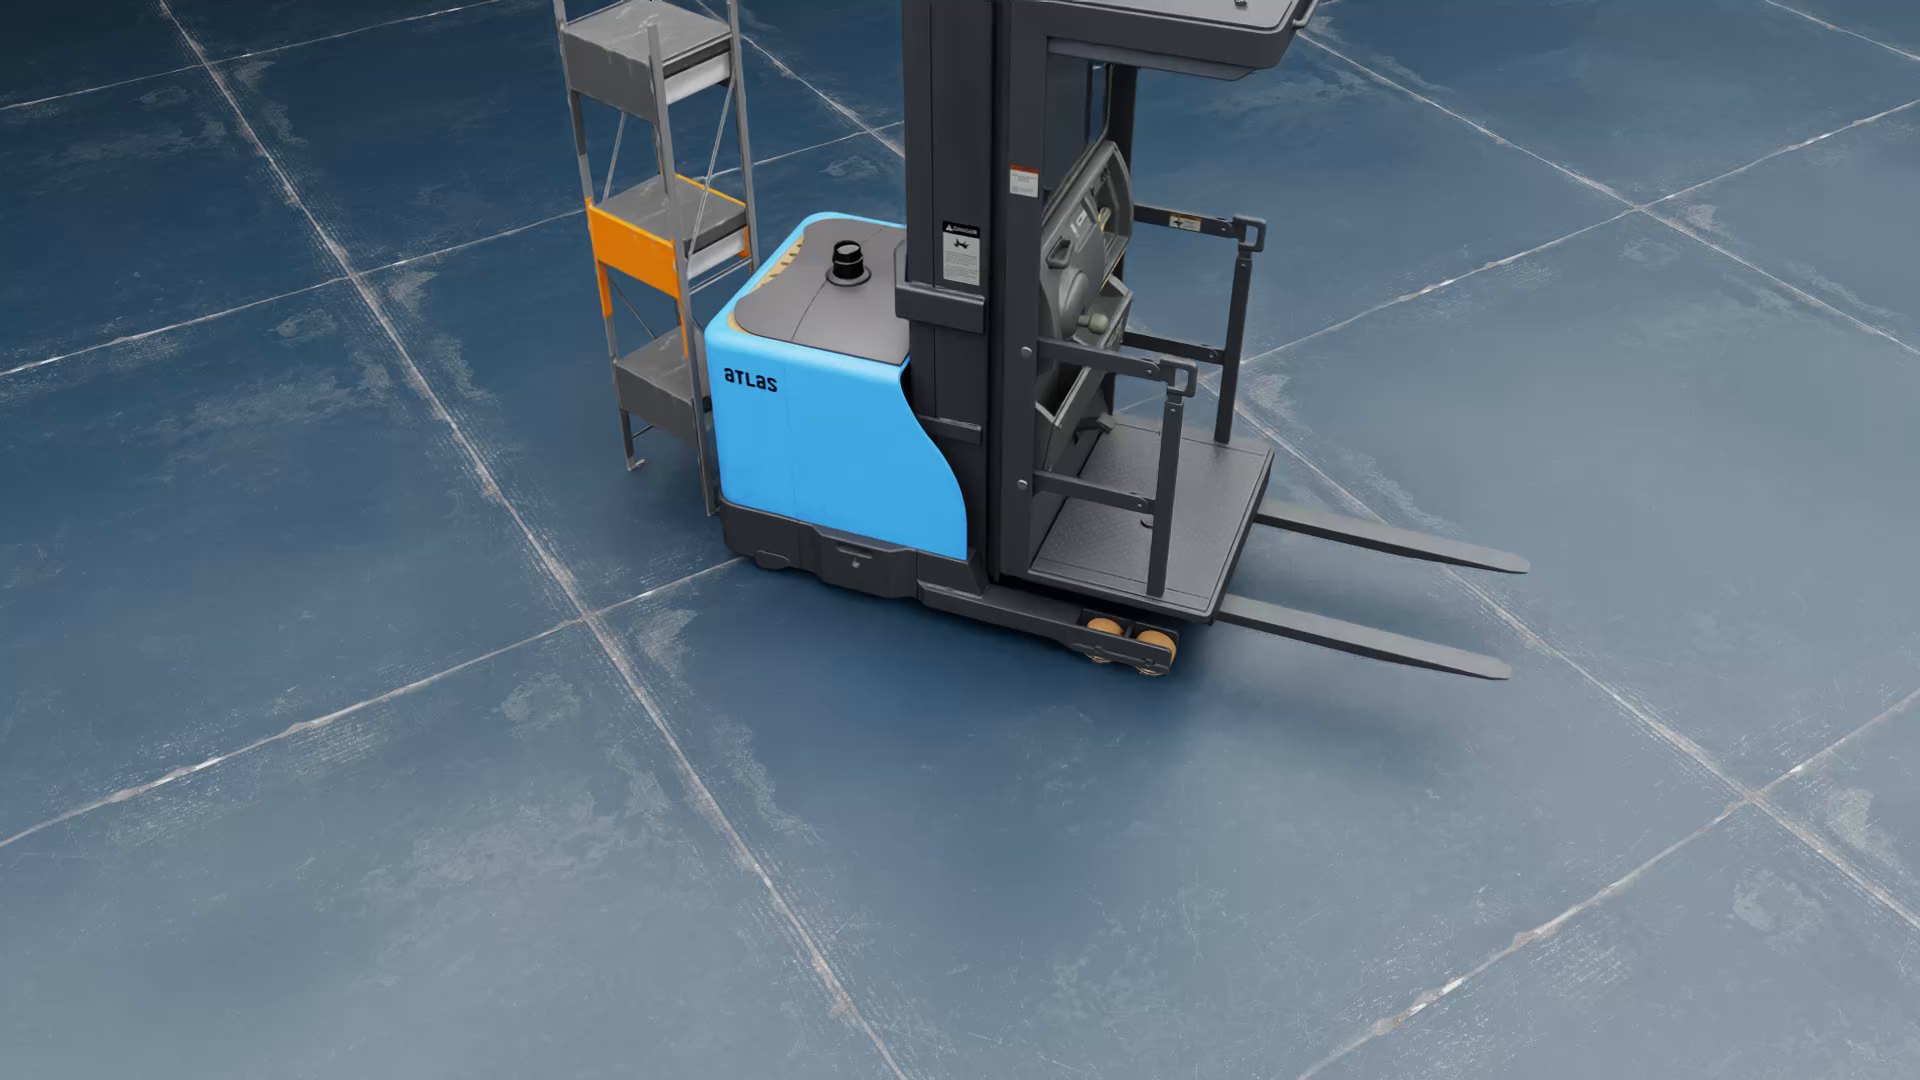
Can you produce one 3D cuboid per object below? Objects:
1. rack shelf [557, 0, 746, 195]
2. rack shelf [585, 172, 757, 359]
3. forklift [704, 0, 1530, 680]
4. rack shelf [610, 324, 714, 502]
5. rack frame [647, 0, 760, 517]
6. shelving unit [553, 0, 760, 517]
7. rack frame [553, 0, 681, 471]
[{"bbox_3d":[-1.097,-1.627,5.989,0.480,0.518,0.431,28,47,29],"label":"rack shelf"},{"bbox_3d":[-1.097,-1.089,6.438,0.480,0.518,0.431,28,47,29],"label":"rack shelf"},{"bbox_3d":[0.627,-1.012,5.675,3.031,2.935,1.130,14,42,16],"label":"forklift"},{"bbox_3d":[-1.098,-0.552,6.886,0.480,0.518,0.431,28,47,29],"label":"rack shelf"},{"bbox_3d":[-0.909,-1.000,6.310,0.015,2.100,0.400,28,47,29],"label":"rack frame"},{"bbox_3d":[-1.097,-1.100,6.429,0.503,2.100,0.431,28,47,29],"label":"shelving unit"},{"bbox_3d":[-1.286,-1.199,6.548,0.015,2.100,0.400,28,47,29],"label":"rack frame"}]
